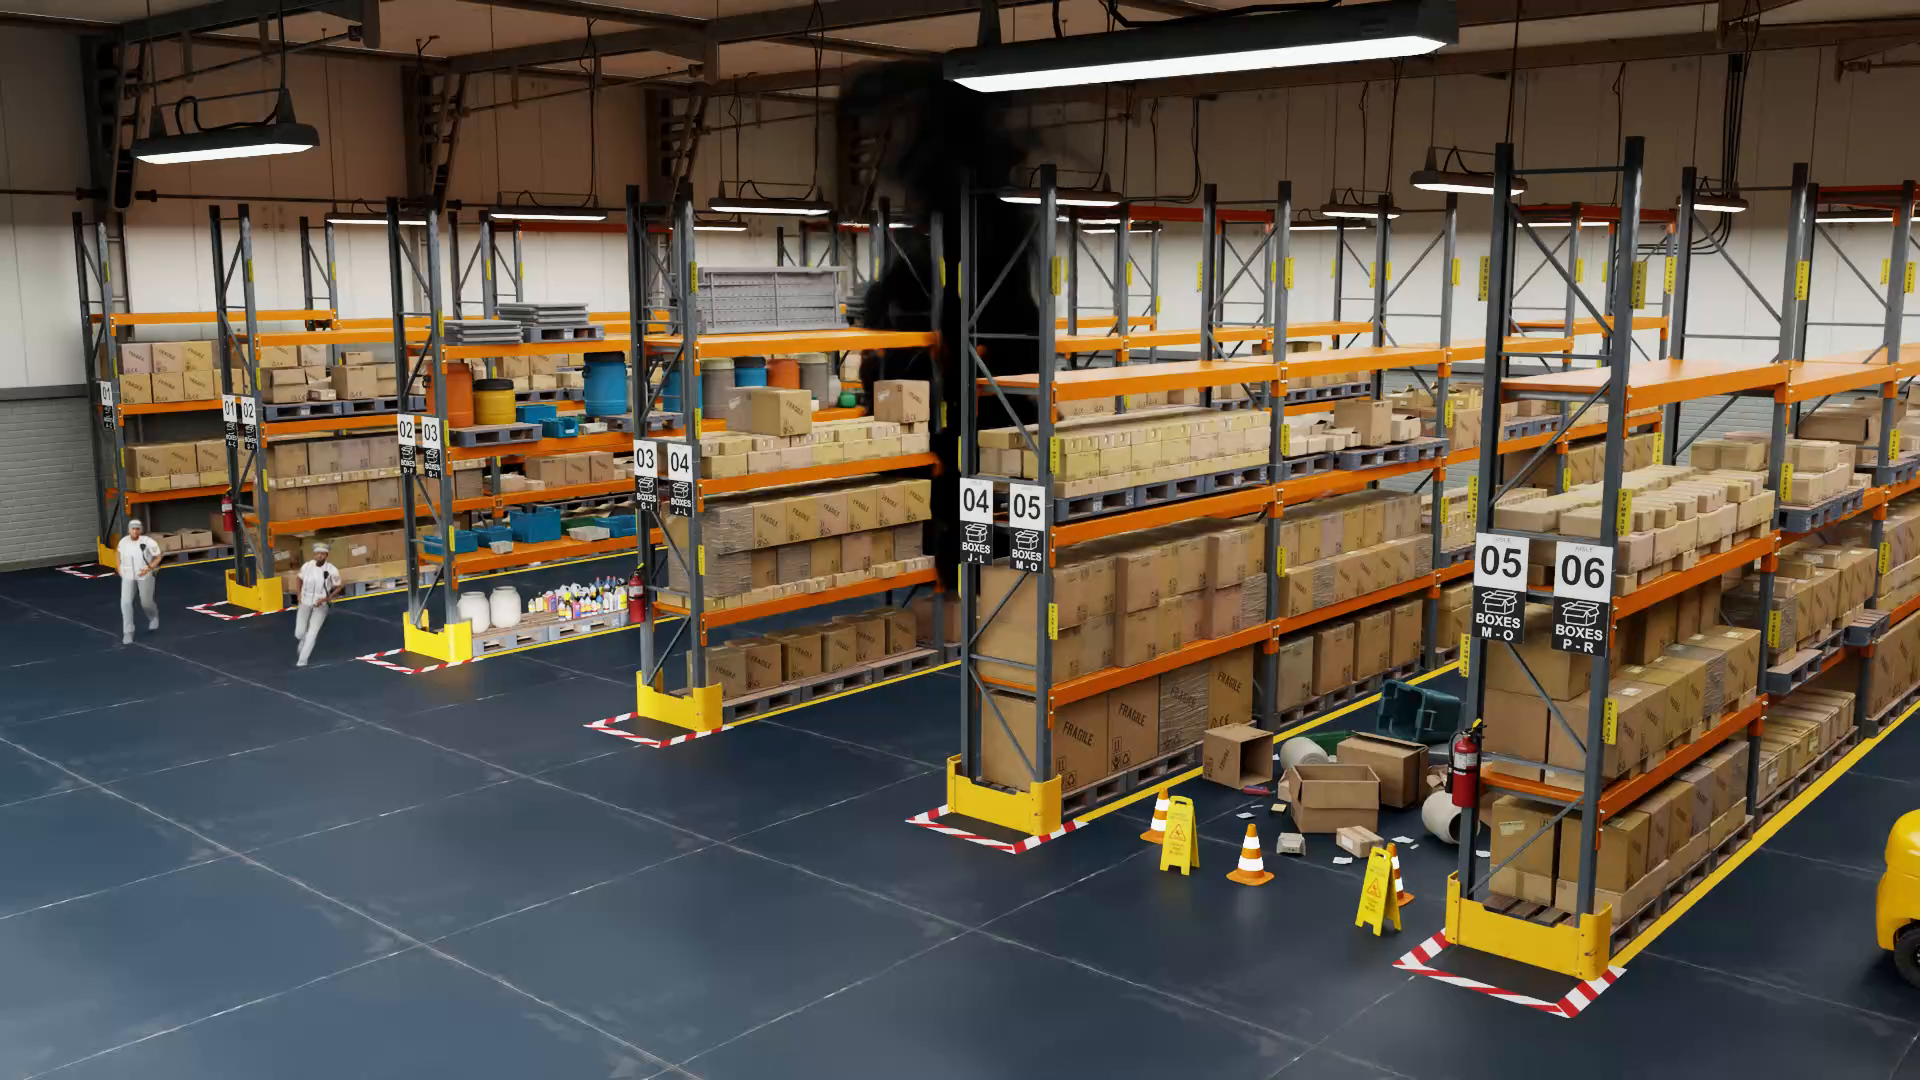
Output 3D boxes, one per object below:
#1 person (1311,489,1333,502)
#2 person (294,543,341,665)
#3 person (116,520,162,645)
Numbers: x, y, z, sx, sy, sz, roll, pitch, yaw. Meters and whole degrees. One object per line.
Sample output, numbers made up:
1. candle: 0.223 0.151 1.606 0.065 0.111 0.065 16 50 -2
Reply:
1. person: 5.700 -0.015 26.069 0.691 1.776 0.694 6 11 33
2. person: -8.345 0.813 21.544 0.650 1.611 0.547 -1 10 -7
3. person: -11.389 0.549 23.073 0.624 1.690 0.905 -2 10 -12
